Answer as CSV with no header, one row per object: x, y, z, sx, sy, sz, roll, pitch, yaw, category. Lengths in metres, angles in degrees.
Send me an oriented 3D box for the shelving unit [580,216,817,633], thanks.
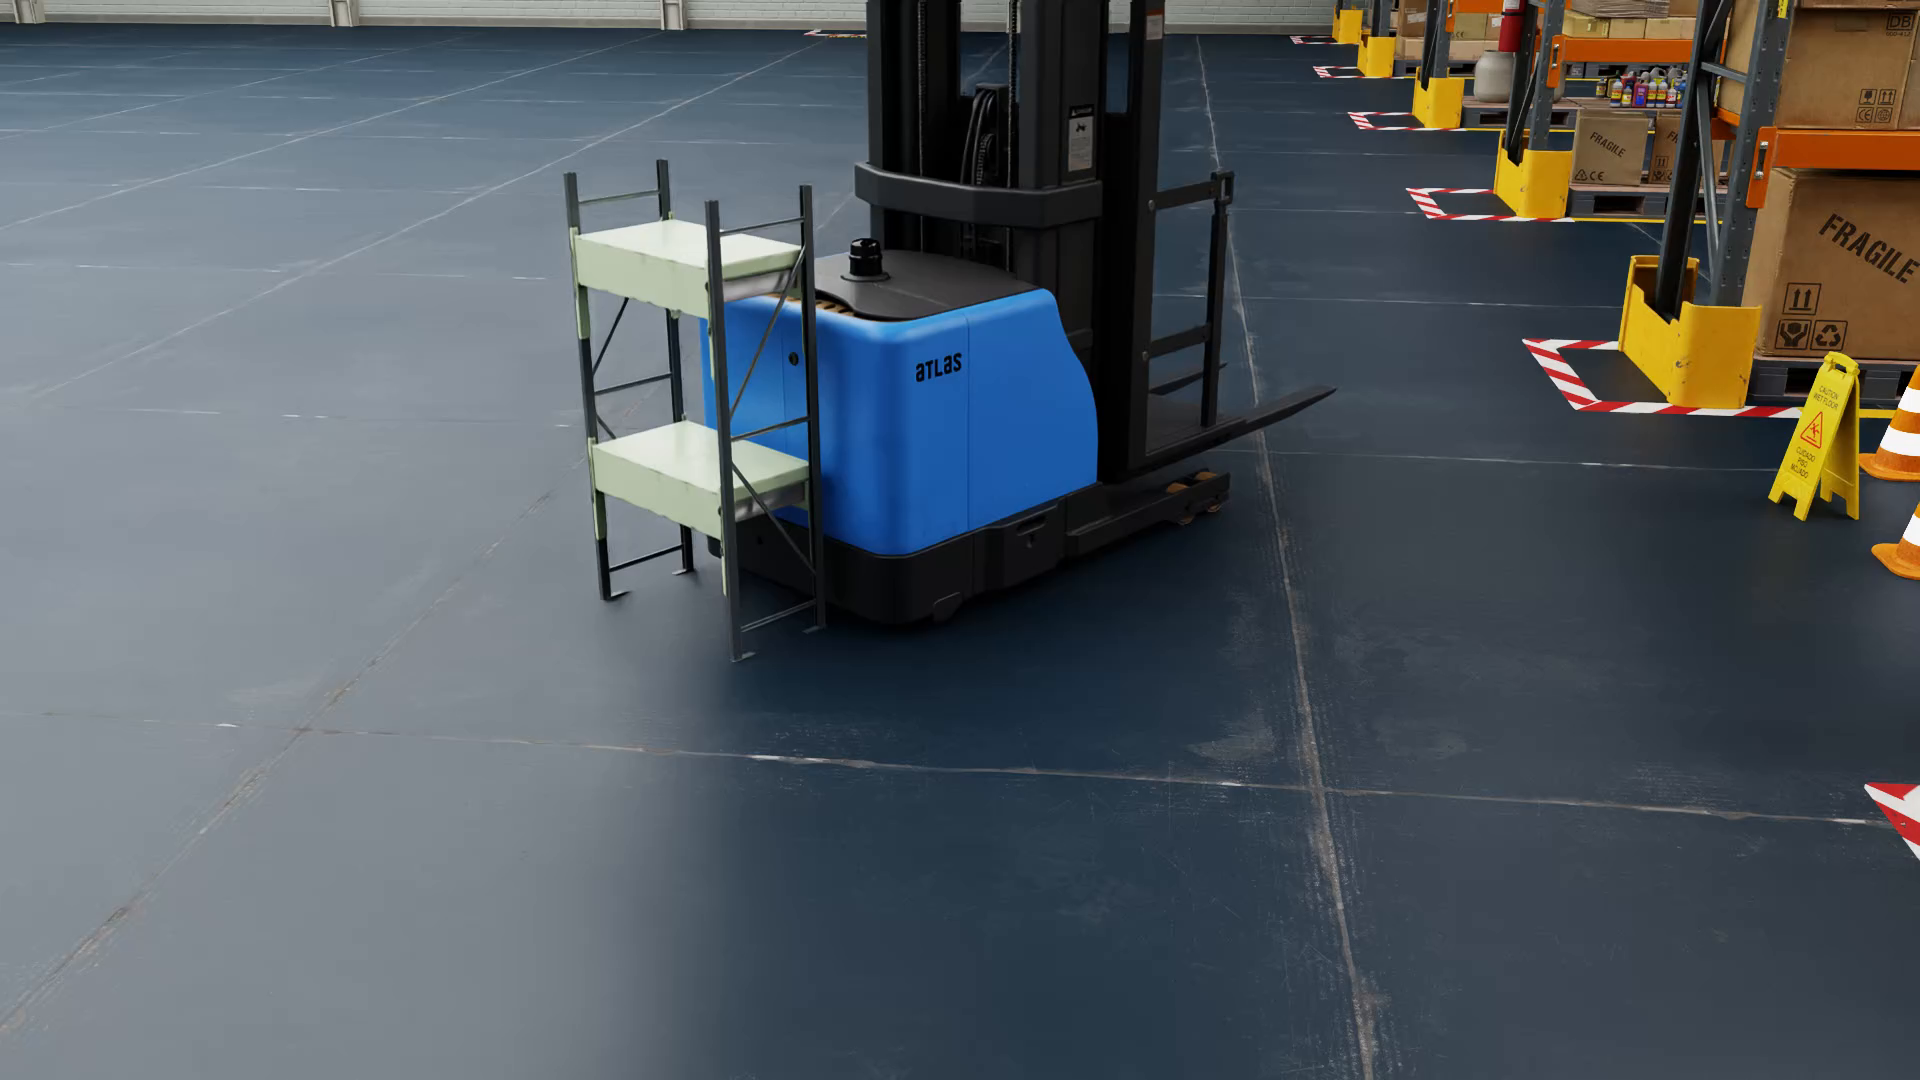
-0.864,-0.441,5.515,0.731,1.308,0.431,19,29,40,shelving unit

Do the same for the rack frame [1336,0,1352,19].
5.579,-8.976,21.245,0.127,5.808,10.885,2,22,6,rack frame

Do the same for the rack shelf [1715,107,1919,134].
5.713,-1.946,7.897,3.809,0.052,0.919,2,22,6,rack shelf

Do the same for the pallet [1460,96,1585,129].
5.881,-4.537,17.630,1.213,0.211,1.003,2,22,6,pallet

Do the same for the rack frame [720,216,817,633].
-0.605,-0.349,5.282,0.010,1.308,0.380,19,29,40,rack frame

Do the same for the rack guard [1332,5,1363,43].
6.236,-8.309,26.776,0.348,0.500,1.175,2,22,6,rack guard

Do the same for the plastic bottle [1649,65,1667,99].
7.419,-4.878,17.703,0.185,0.351,0.144,3,22,9,plastic bottle

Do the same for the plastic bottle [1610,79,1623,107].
6.758,-4.601,17.110,0.097,0.271,0.097,0,22,0,plastic bottle

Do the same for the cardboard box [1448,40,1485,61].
6.584,-6.458,21.863,0.500,0.250,0.500,2,22,6,cardboard box

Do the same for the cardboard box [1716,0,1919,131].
4.101,-2.313,8.006,0.550,0.550,0.875,2,22,6,cardboard box

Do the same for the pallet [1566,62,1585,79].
7.553,-6.298,22.082,1.213,0.211,1.003,2,22,6,pallet

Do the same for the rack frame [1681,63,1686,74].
9.553,-7.493,21.312,0.127,3.000,1.000,2,22,6,rack frame

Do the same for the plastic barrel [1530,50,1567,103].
6.155,-4.874,17.500,0.421,0.512,0.421,0,22,0,plastic barrel

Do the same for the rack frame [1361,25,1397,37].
7.038,-8.126,26.708,1.213,0.211,1.003,2,22,6,rack frame

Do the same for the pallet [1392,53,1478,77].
6.345,-6.351,22.218,1.213,0.211,1.003,2,22,6,pallet

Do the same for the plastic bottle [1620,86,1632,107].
6.861,-4.564,17.112,0.097,0.201,0.097,0,22,0,plastic bottle

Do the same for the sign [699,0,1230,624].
0.047,-1.333,5.966,2.025,2.768,2.177,2,22,6,sign

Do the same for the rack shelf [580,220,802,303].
-0.868,-0.896,5.339,0.686,0.124,0.368,19,29,40,rack shelf

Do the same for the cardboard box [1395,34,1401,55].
6.148,-6.667,22.392,0.500,0.250,0.500,2,22,6,cardboard box

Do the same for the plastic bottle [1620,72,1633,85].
7.117,-4.855,17.747,0.135,0.276,0.152,3,22,7,plastic bottle

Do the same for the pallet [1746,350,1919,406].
4.531,-0.940,8.530,1.213,0.211,1.003,2,22,6,pallet

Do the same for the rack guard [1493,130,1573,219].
4.487,-2.883,13.053,0.348,0.500,1.175,2,22,6,rack guard

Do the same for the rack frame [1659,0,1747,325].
3.728,-2.244,8.035,0.053,2.616,0.949,2,22,6,rack frame

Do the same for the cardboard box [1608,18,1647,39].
4.912,-3.815,12.352,0.250,0.149,0.380,2,22,6,cardboard box

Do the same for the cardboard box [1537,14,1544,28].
7.577,-6.761,21.610,0.500,0.500,0.500,2,22,6,cardboard box

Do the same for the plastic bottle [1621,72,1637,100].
7.105,-4.820,17.647,0.133,0.283,0.061,2,22,6,plastic bottle

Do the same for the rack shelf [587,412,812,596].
-0.868,-0.139,5.638,0.720,0.370,0.431,19,29,40,rack shelf

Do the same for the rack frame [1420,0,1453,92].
4.994,-5.857,17.176,0.127,3.000,1.000,2,22,6,rack frame

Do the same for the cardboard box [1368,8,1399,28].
6.837,-8.366,26.580,0.500,0.311,0.500,0,22,0,cardboard box

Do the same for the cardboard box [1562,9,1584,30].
4.719,-3.995,12.807,0.250,0.149,0.380,2,22,6,cardboard box

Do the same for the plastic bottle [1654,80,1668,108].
7.198,-4.582,17.062,0.097,0.271,0.097,0,22,0,plastic bottle

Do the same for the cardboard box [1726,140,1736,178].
6.247,-3.001,12.781,0.500,0.500,0.500,5,22,11,cardboard box

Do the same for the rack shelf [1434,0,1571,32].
6.980,-5.436,17.089,4.000,0.370,1.077,2,22,6,rack shelf

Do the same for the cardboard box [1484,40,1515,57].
7.081,-6.436,21.808,0.500,0.250,0.500,2,22,6,cardboard box

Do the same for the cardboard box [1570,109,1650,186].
5.029,-3.049,12.900,0.500,0.500,0.500,7,23,16,cardboard box

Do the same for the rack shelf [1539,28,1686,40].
6.397,-3.752,12.466,3.809,0.052,0.919,2,22,6,rack shelf

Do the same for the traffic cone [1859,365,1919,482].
4.088,-0.521,7.129,0.334,0.463,0.336,2,22,6,traffic cone

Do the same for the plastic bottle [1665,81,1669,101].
7.449,-4.763,17.615,0.097,0.201,0.097,0,22,0,plastic bottle

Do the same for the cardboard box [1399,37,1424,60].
6.087,-6.478,21.914,0.500,0.250,0.500,2,22,6,cardboard box

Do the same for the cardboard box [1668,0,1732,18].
5.465,-4.222,12.499,0.500,0.500,0.875,2,22,6,cardboard box

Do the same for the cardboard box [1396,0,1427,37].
6.148,-7.017,22.256,0.500,0.500,0.500,2,22,6,cardboard box

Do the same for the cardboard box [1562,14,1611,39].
4.666,-3.833,12.397,0.250,0.149,0.380,2,22,6,cardboard box

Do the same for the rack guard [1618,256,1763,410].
3.703,-1.081,8.495,0.348,0.500,1.175,2,22,6,rack guard

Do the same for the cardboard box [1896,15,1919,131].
4.650,-2.297,7.966,0.550,0.550,0.875,2,22,6,cardboard box

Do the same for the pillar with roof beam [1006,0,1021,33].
0.492,-11.238,22.625,0.400,9.000,9.100,2,22,6,pillar with roof beam

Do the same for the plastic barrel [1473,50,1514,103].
5.657,-4.895,17.555,0.421,0.512,0.421,0,22,0,plastic barrel

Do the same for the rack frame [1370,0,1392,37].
5.581,-7.666,21.750,0.127,3.000,1.000,2,22,6,rack frame

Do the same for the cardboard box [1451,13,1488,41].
9.523,-6.671,21.382,6.424,0.500,0.536,2,22,6,cardboard box

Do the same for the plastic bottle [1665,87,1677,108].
7.296,-4.545,17.064,0.097,0.201,0.097,0,22,0,plastic bottle

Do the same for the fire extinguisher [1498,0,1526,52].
4.352,-4.186,13.054,0.183,0.674,0.296,2,22,6,fire extinguisher

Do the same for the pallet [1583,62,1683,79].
8.768,-6.246,21.951,1.213,0.211,1.003,2,22,6,pallet

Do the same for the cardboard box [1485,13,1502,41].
7.082,-6.789,21.680,0.500,0.500,0.500,2,22,6,cardboard box

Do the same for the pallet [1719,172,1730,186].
6.498,-2.647,12.849,1.213,0.211,1.003,2,22,6,pallet

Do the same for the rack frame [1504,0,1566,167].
4.411,-4.049,12.602,0.127,3.000,1.000,2,22,6,rack frame

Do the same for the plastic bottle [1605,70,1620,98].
6.988,-4.881,17.802,0.133,0.283,0.061,3,22,8,plastic bottle

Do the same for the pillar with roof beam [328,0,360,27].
-11.424,-11.757,23.939,0.400,9.000,9.100,2,22,6,pillar with roof beam

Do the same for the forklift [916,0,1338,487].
0.448,-1.535,6.335,1.121,2.935,3.031,19,29,40,forklift
